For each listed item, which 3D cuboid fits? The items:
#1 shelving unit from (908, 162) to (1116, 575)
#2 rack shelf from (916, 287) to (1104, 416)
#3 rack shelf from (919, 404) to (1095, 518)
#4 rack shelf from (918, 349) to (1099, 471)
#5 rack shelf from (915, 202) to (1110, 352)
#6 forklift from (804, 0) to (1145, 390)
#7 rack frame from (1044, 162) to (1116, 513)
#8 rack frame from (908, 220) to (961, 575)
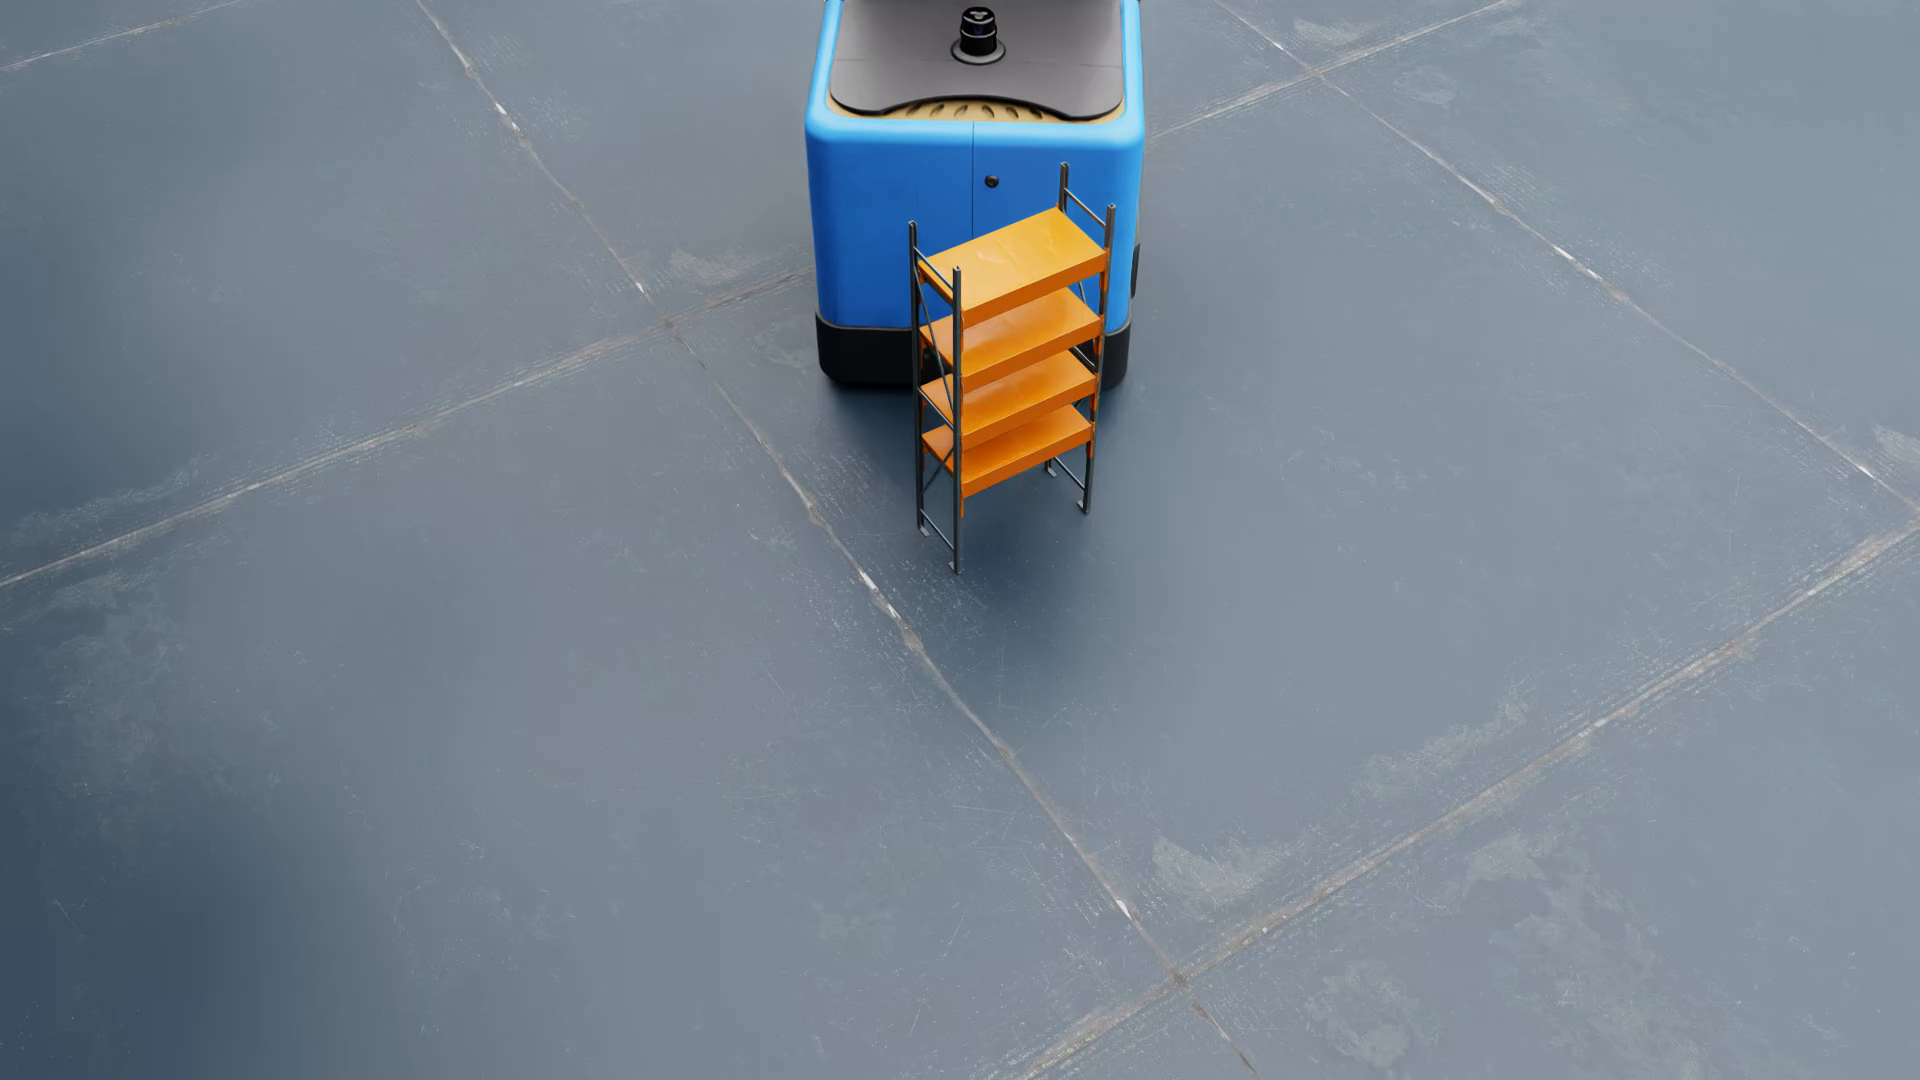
[{"bbox_3d":[0.140,-0.465,4.861,0.503,1.200,0.258,-25,53,-21],"label":"shelving unit"},{"bbox_3d":[0.140,-0.569,4.744,0.480,0.148,0.258,-25,53,-21],"label":"rack shelf"},{"bbox_3d":[0.140,-0.288,5.059,0.480,0.148,0.258,-25,53,-21],"label":"rack shelf"},{"bbox_3d":[0.140,-0.420,4.911,0.480,0.148,0.258,-25,53,-21],"label":"rack shelf"},{"bbox_3d":[0.140,-0.726,4.567,0.480,0.148,0.258,-25,53,-21],"label":"rack shelf"},{"bbox_3d":[0.107,-2.576,5.582,1.130,2.935,3.031,2,48,2],"label":"forklift"},{"bbox_3d":[0.346,-0.562,4.947,0.015,1.200,0.240,-25,53,-21],"label":"rack frame"},{"bbox_3d":[-0.066,-0.368,4.774,0.015,1.200,0.240,-25,53,-21],"label":"rack frame"}]
